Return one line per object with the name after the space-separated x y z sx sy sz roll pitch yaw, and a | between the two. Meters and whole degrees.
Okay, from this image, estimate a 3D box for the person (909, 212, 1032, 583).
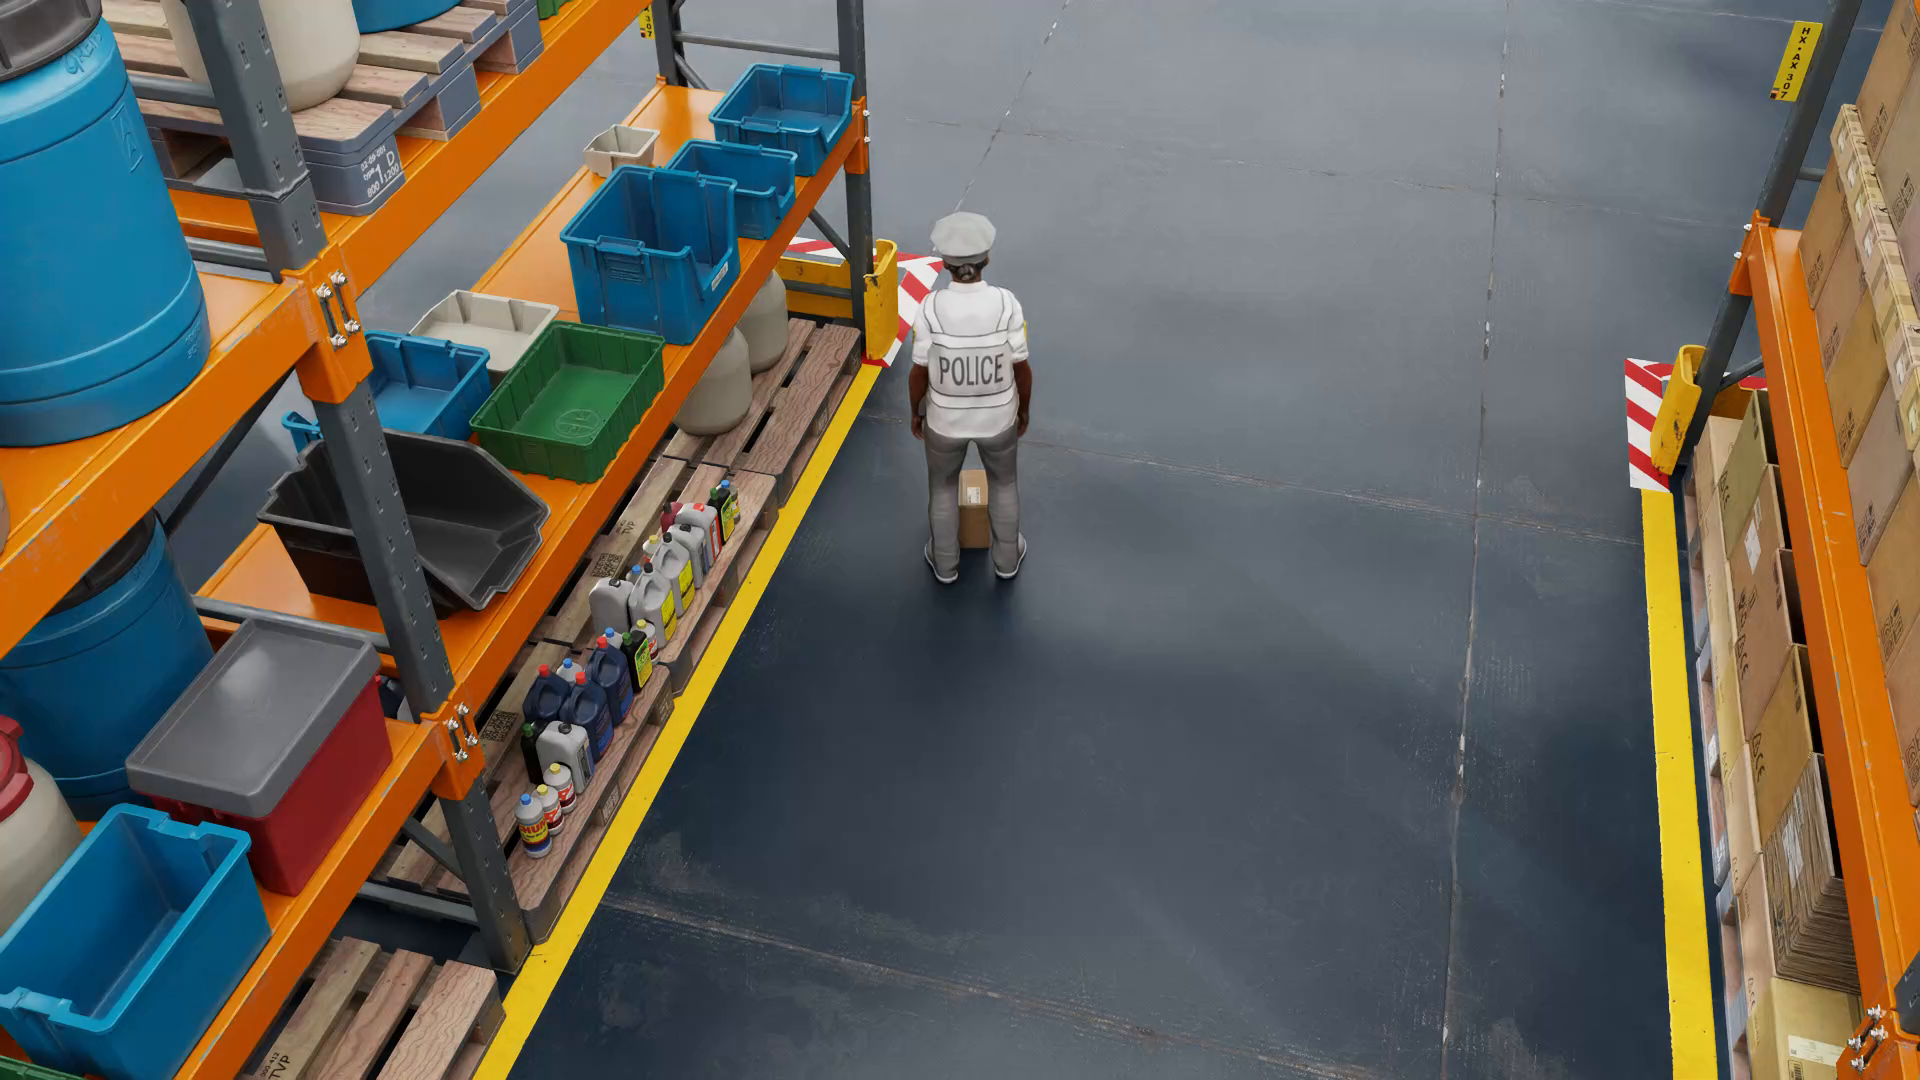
0.047 -0.512 6.743 0.505 1.657 0.396 -2 41 -2 | person
